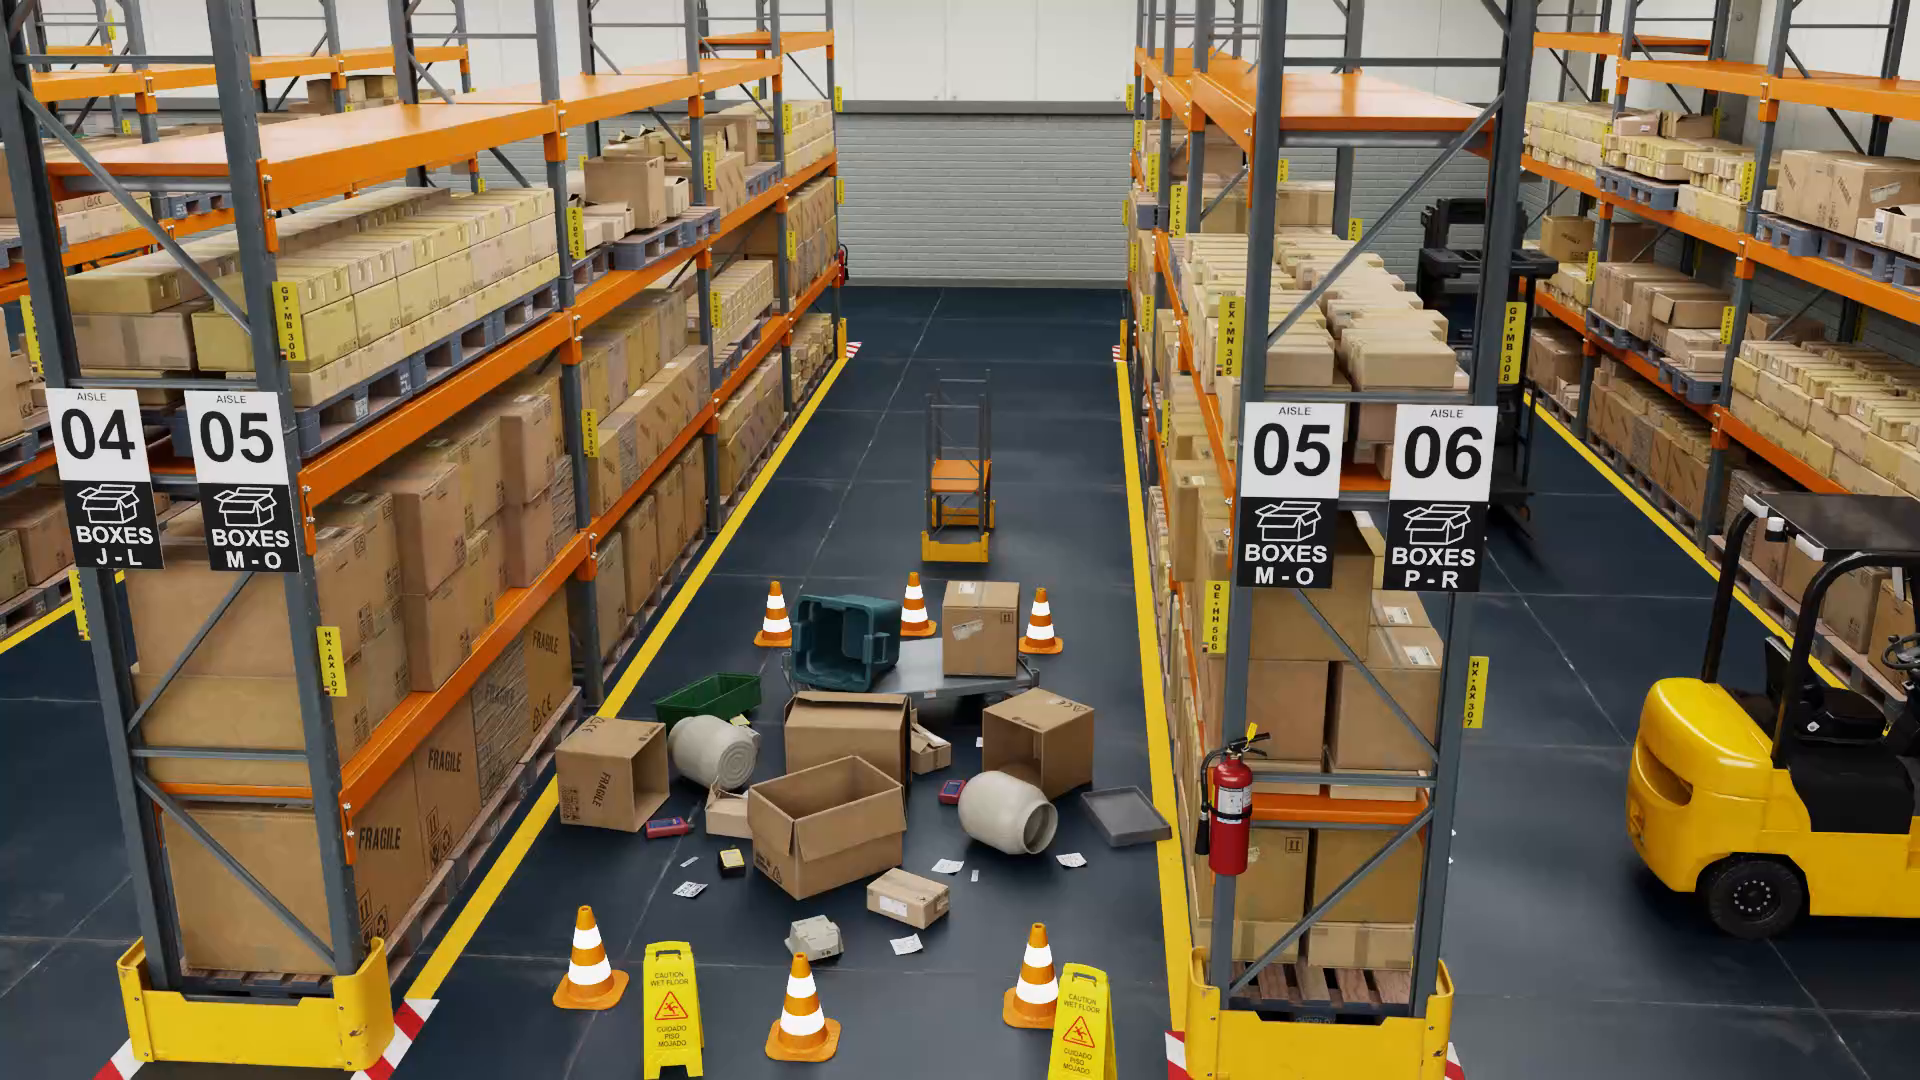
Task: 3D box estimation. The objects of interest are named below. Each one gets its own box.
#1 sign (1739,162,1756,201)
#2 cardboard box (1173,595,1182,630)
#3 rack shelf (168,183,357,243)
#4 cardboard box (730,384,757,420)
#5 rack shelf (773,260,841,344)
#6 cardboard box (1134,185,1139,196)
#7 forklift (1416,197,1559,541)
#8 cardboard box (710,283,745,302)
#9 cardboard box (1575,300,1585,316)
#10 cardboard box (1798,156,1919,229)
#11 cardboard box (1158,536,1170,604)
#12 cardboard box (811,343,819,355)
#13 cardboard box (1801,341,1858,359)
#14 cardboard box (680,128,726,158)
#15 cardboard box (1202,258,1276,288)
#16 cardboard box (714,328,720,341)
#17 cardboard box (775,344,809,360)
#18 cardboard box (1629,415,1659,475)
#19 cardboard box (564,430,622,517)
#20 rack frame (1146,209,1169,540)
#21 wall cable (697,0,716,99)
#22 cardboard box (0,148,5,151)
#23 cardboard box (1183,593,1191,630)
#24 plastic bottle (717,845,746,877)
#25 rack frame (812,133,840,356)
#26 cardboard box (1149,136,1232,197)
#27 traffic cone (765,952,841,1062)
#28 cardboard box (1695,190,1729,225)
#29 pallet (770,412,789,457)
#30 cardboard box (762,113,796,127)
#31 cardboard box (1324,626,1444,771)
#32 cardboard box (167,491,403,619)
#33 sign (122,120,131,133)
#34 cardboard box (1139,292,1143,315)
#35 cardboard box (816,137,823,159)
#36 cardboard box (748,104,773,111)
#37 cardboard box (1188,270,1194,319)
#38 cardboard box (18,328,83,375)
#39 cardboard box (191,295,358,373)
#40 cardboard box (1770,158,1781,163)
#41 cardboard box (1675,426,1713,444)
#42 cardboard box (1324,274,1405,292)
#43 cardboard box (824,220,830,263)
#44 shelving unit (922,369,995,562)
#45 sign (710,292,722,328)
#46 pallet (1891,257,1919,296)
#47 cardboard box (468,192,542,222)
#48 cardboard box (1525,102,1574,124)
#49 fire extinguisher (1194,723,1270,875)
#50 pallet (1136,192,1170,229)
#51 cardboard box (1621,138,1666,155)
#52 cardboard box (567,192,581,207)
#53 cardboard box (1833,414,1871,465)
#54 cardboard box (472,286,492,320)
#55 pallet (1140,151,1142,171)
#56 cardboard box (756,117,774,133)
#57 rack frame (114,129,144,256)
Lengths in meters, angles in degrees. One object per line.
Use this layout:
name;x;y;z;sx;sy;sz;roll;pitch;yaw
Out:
sign;6.623;-3.011;13.976;0.100;0.325;0.005;1;18;4
cardboard box;1.545;0.462;10.517;0.380;0.149;0.250;2;18;5
rack shelf;-7.529;-3.363;17.035;1.077;0.370;4.000;1;18;4
cardboard box;-2.357;-1.404;16.853;0.500;0.250;0.500;1;18;4
rack shelf;-2.302;-3.038;20.860;1.077;0.370;4.000;1;18;4
cardboard box;2.403;-4.405;21.069;0.380;0.149;0.250;1;18;2
forklift;4.833;-1.656;15.596;1.130;2.935;3.031;1;18;3
cardboard box;-2.391;-2.504;16.848;0.380;0.149;0.250;1;18;3
cardboard box;7.218;-2.637;18.883;0.380;0.149;0.250;2;18;5
cardboard box;6.932;-2.669;12.766;0.700;0.500;0.500;1;18;3
cardboard box;2.057;0.252;13.210;0.950;0.372;0.625;2;18;6
cardboard box;-2.008;-2.415;21.230;0.380;0.149;0.250;2;18;7
cardboard box;7.342;-1.578;14.046;0.380;0.149;0.250;2;18;6
cardboard box;-2.412;-3.713;15.556;0.396;0.266;0.258;1;18;4
cardboard box;1.547;-1.467;9.215;0.380;0.149;0.250;1;18;2
cardboard box;-2.480;-1.968;15.690;0.380;0.149;0.250;2;18;7
cardboard box;-2.070;-2.311;20.435;0.380;0.149;0.250;2;18;5
cardboard box;7.079;-0.955;16.687;0.500;0.500;0.500;1;18;2
cardboard box;-2.713;-0.479;11.734;0.500;0.500;0.500;1;18;5
rack frame;2.212;-1.437;14.819;1.000;3.000;0.127;1;18;4
wall cable;-3.255;-10.202;26.767;2.277;5.999;0.120;1;18;4
cardboard box;-8.031;-2.915;13.548;0.500;0.500;0.500;1;18;2
cardboard box;1.482;0.412;9.578;0.380;0.149;0.250;1;18;4
plastic bottle;-1.317;1.837;9.547;0.133;0.061;0.283;-5;19;-15
rack frame;-2.159;-4.001;22.643;1.000;3.000;0.127;1;18;4
cardboard box;2.094;-3.421;15.222;0.700;0.500;0.500;0;18;1
traffic cone;-0.748;2.171;7.880;0.336;0.463;0.334;1;18;4
cardboard box;6.994;-3.003;15.020;0.500;0.250;0.500;1;18;4
pallet;-2.500;-1.192;18.548;1.003;0.211;1.213;1;18;4
cardboard box;-2.105;-4.868;19.268;0.380;0.149;0.250;1;18;2
cardboard box;1.950;0.718;7.604;0.500;0.500;0.500;1;18;3
cardboard box;-3.293;0.097;8.163;0.875;0.550;0.550;1;18;4
sign;-11.489;-5.622;22.941;0.100;0.325;0.005;1;18;4
cardboard box;2.114;-2.397;17.185;0.500;0.250;0.500;2;18;5
cardboard box;-2.006;-4.896;20.797;0.500;0.250;0.500;2;18;6
cardboard box;-2.469;-5.367;20.794;0.380;0.149;0.250;2;18;5
cardboard box;1.593;-1.400;9.650;0.500;0.250;0.500;1;18;3
cardboard box;-7.611;-1.561;14.363;0.700;0.500;0.500;4;19;12
cardboard box;-3.015;-0.918;7.347;0.500;0.250;0.500;1;18;4
cardboard box;7.501;-3.360;14.992;0.380;0.149;0.250;2;18;6
cardboard box;6.998;-0.973;15.700;0.380;0.149;0.250;1;18;2
cardboard box;2.105;-1.293;8.684;0.380;0.149;0.250;2;18;5
cardboard box;-1.976;-3.885;21.650;0.500;0.500;0.500;1;18;3
shelving unit;-0.005;-0.689;14.944;0.587;1.500;1.083;1;18;4
sign;-2.178;-2.055;14.846;0.100;0.325;0.005;1;18;4
pallet;6.927;-1.694;11.093;0.805;0.209;1.217;1;18;2
cardboard box;-2.745;-2.007;10.028;0.380;0.149;0.250;1;18;4
cardboard box;7.455;-5.413;21.096;0.500;0.250;0.500;1;18;3
fire extinguisher;1.171;1.109;7.171;0.296;0.674;0.183;1;18;4
pallet;2.206;-2.974;14.995;1.213;0.211;1.003;2;18;6
cardboard box;6.983;-4.019;16.972;0.380;0.149;0.250;1;18;3
cardboard box;-3.113;-2.454;12.411;0.500;0.311;0.500;1;18;2
cardboard box;6.729;-0.728;12.094;0.500;0.250;0.500;2;18;5
cardboard box;-2.816;-1.311;9.186;0.380;0.149;0.250;1;18;3
pallet;2.568;-4.317;18.932;1.003;0.211;1.213;1;18;4
cardboard box;-2.183;-4.625;18.527;0.380;0.149;0.250;1;18;3
rack frame;-12.039;-4.254;23.414;1.000;3.000;0.127;1;18;4
